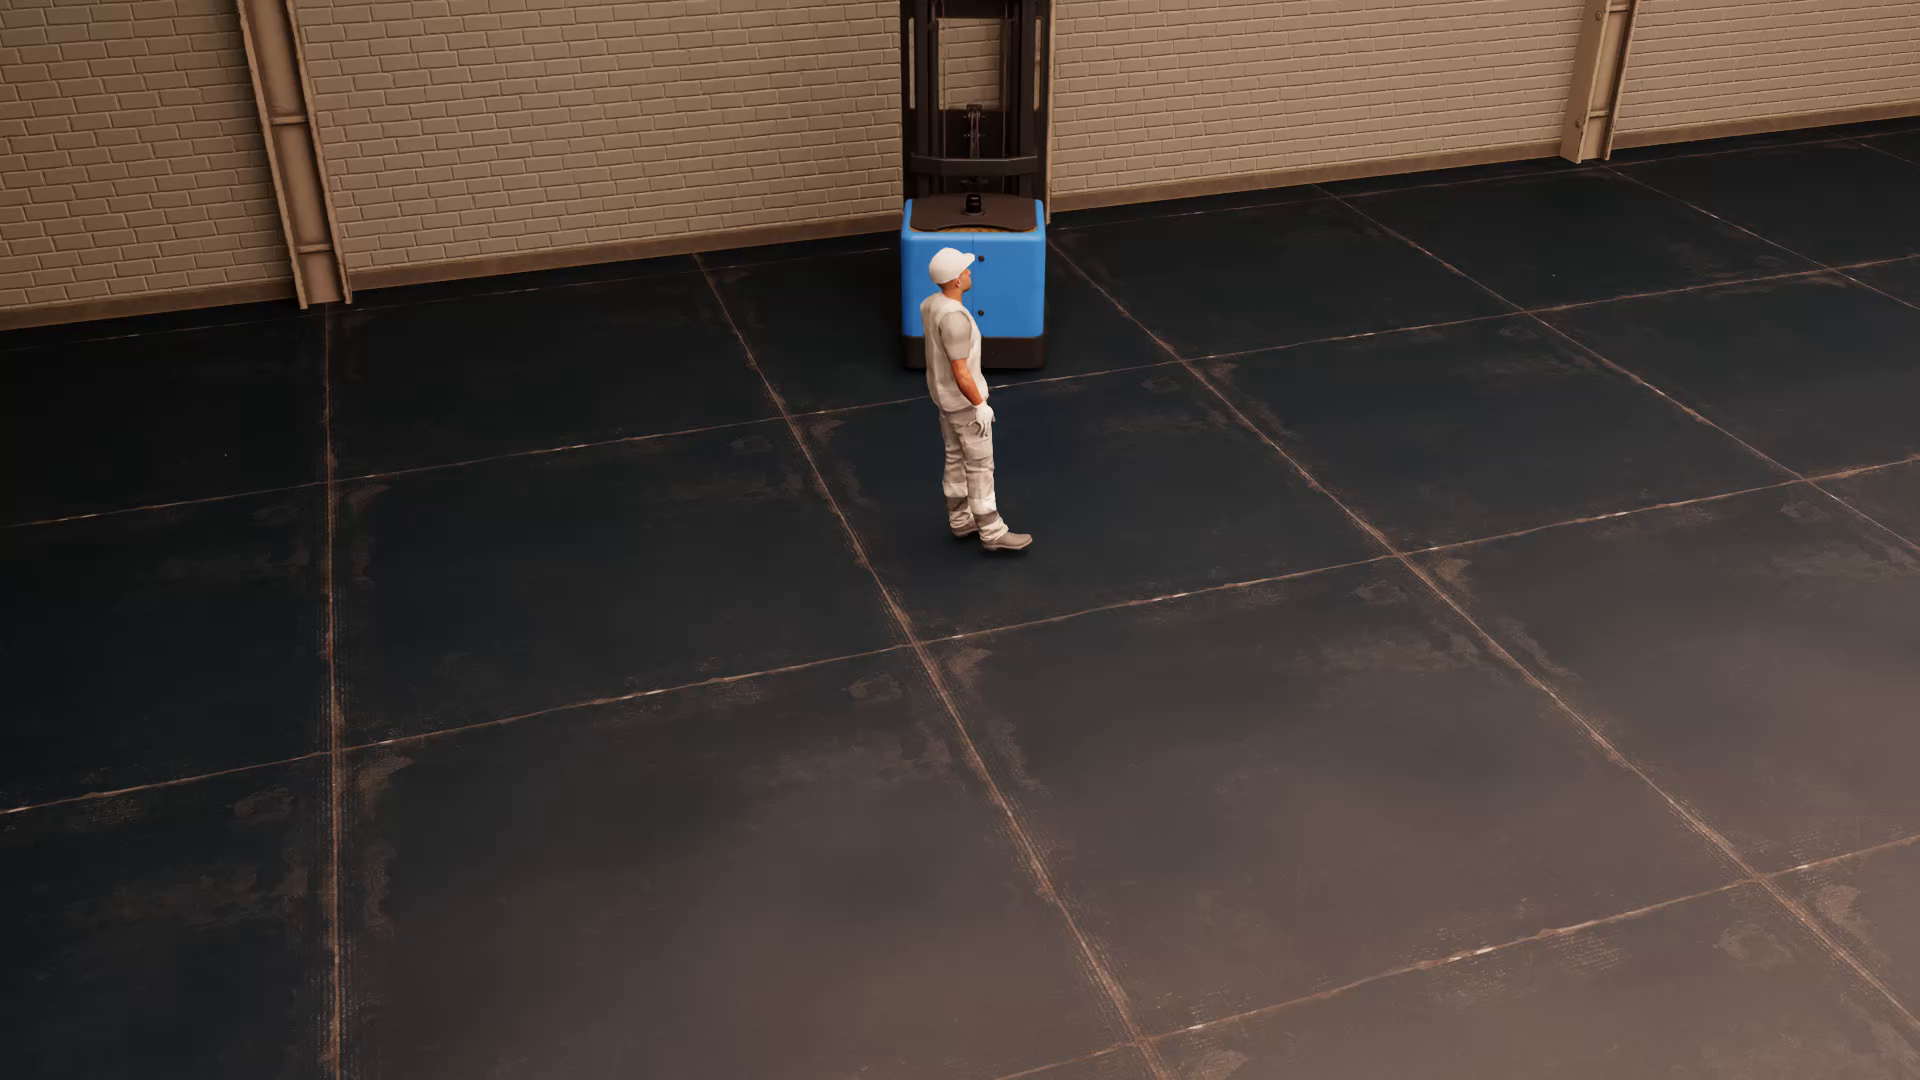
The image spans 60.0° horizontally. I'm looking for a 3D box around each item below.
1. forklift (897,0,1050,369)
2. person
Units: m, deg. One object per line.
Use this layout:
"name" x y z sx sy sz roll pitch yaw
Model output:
"forklift" 0.112 -3.206 12.659 1.130 2.935 3.031 0 30 1
"person" 0.080 -0.824 9.570 0.561 1.789 0.638 -10 31 -16
